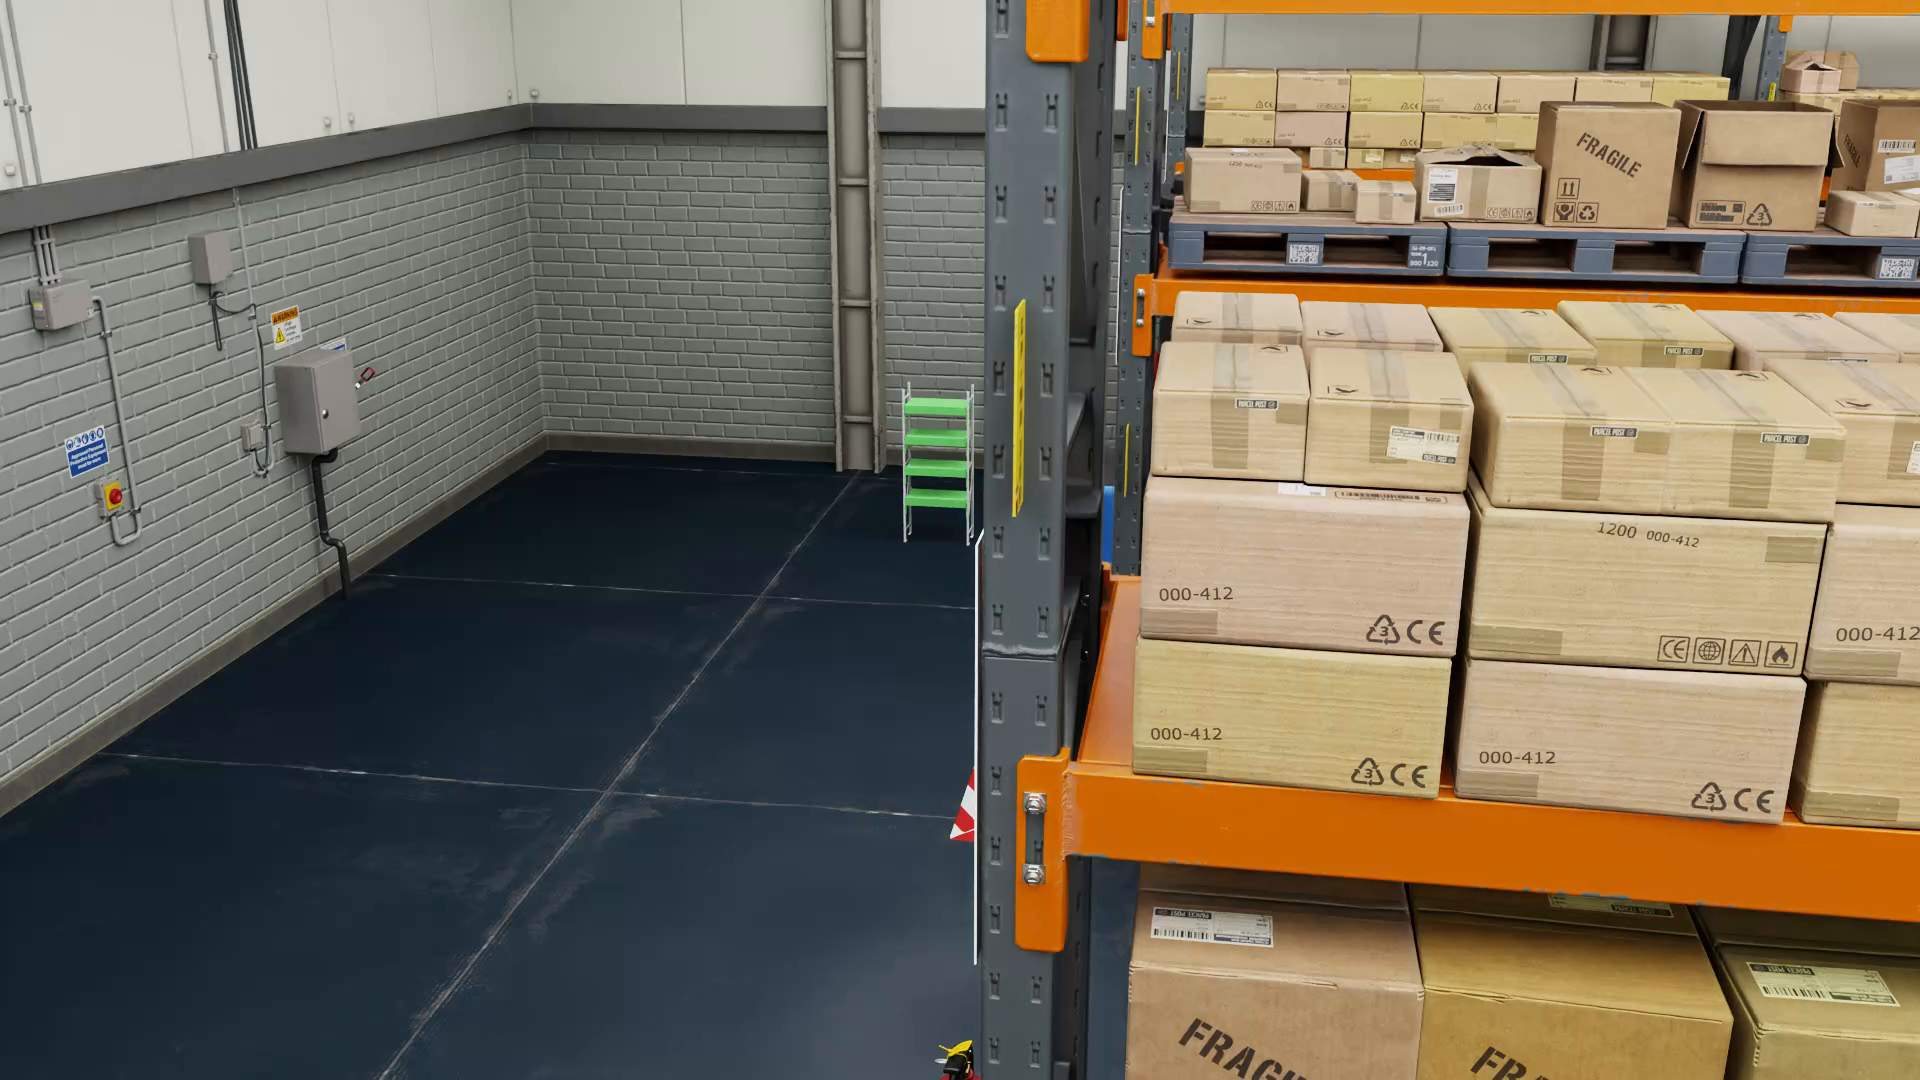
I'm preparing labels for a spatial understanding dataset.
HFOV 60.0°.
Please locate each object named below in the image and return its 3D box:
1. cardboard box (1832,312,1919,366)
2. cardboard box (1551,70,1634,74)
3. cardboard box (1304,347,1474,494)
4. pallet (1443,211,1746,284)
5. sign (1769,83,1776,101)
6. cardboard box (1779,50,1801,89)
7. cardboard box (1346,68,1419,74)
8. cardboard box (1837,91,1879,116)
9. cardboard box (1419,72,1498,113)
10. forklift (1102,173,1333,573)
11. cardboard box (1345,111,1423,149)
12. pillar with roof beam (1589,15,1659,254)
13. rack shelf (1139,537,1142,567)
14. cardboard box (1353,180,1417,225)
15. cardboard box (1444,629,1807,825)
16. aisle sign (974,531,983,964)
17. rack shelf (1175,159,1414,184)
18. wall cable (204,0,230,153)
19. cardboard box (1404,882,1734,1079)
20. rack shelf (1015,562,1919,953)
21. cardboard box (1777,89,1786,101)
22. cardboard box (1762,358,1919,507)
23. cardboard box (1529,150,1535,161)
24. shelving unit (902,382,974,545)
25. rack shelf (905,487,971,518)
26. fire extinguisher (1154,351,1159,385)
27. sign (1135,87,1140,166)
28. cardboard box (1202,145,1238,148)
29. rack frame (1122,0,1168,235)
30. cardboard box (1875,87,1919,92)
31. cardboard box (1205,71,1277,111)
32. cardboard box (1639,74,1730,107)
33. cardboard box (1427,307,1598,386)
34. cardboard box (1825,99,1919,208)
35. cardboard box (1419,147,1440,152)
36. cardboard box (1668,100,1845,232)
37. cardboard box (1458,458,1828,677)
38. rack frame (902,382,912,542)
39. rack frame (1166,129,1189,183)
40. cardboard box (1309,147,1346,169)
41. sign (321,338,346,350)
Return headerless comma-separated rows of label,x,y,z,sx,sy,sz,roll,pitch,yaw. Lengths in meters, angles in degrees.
cardboard box,1.812,-0.315,3.111,0.250,0.149,0.380,3,19,10
cardboard box,4.639,-3.311,12.224,0.500,0.250,0.500,2,19,7
cardboard box,0.710,-0.208,2.791,0.250,0.149,0.380,4,19,11
pallet,2.806,-1.378,7.608,1.213,0.211,1.003,3,19,9
sign,5.518,-2.944,11.332,0.005,0.325,0.100,3,19,9
cardboard box,5.909,-3.340,11.786,0.258,0.266,0.396,3,19,8
cardboard box,3.154,-3.393,12.470,0.500,0.250,0.500,3,19,9
cardboard box,6.096,-2.994,11.404,0.250,0.149,0.380,3,19,10
cardboard box,3.548,-3.201,11.896,0.500,0.250,0.500,3,19,10
forklift,1.970,-0.816,10.624,3.031,2.935,1.130,2,19,7
cardboard box,3.050,-2.983,12.033,0.500,0.250,0.500,2,19,7
pillar with roof beam,4.369,-3.260,8.365,0.400,9.000,9.100,3,19,9
rack shelf,2.838,0.349,8.166,4.000,0.370,1.077,3,19,9
cardboard box,1.901,-1.516,7.455,0.250,0.149,0.380,4,19,11
cardboard box,1.100,0.242,2.860,0.500,0.250,0.500,4,19,10
aisle sign,0.058,0.321,3.020,0.004,0.787,0.394,3,19,9
rack shelf,3.622,-2.628,12.338,4.000,0.370,1.077,3,19,9
wall cable,-4.676,-3.371,8.696,0.029,3.000,2.355,3,19,9
cardboard box,1.078,0.930,3.095,0.500,0.500,0.500,3,19,10
rack shelf,2.153,0.483,3.040,4.000,0.370,1.077,3,19,9
cardboard box,5.911,-3.159,11.897,0.250,0.149,0.380,3,19,8
cardboard box,1.478,-0.179,2.704,0.250,0.149,0.380,3,19,10
cardboard box,4.188,-2.741,11.938,0.250,0.149,0.380,4,19,11
shelving unit,-0.163,-0.577,12.638,0.503,1.200,0.258,3,19,9
rack shelf,-0.163,-0.289,12.734,0.480,0.148,0.258,3,19,9
fire extinguisher,1.428,-1.297,12.661,0.183,0.674,0.296,3,19,9
sign,0.769,-1.794,7.207,0.005,0.325,0.100,3,19,9
cardboard box,1.925,-2.862,12.299,0.250,0.149,0.380,3,19,10
rack frame,0.863,-2.938,7.401,0.127,3.000,1.000,3,19,9
cardboard box,6.673,-3.127,11.802,0.250,0.149,0.380,3,19,10
cardboard box,2.045,-3.276,12.120,0.500,0.250,0.500,3,19,8
cardboard box,5.060,-3.126,11.671,0.500,0.250,0.500,3,19,9
cardboard box,1.034,-0.334,3.166,0.250,0.149,0.380,2,19,7
cardboard box,4.265,-1.703,7.462,0.500,0.500,0.500,3,19,10
cardboard box,3.423,-2.755,11.977,0.250,0.149,0.380,3,19,9
cardboard box,3.476,-1.667,7.349,0.637,0.503,0.797,4,19,13
cardboard box,1.086,0.004,2.784,0.500,0.250,0.500,3,19,8
rack frame,-0.404,-0.590,12.674,0.015,1.200,0.240,3,19,9
rack frame,1.647,-1.648,13.001,0.127,3.000,1.000,3,19,9
cardboard box,2.668,-2.794,12.096,0.250,0.149,0.380,3,19,10
sign,-4.357,-1.140,11.632,0.001,0.494,0.329,3,19,9
